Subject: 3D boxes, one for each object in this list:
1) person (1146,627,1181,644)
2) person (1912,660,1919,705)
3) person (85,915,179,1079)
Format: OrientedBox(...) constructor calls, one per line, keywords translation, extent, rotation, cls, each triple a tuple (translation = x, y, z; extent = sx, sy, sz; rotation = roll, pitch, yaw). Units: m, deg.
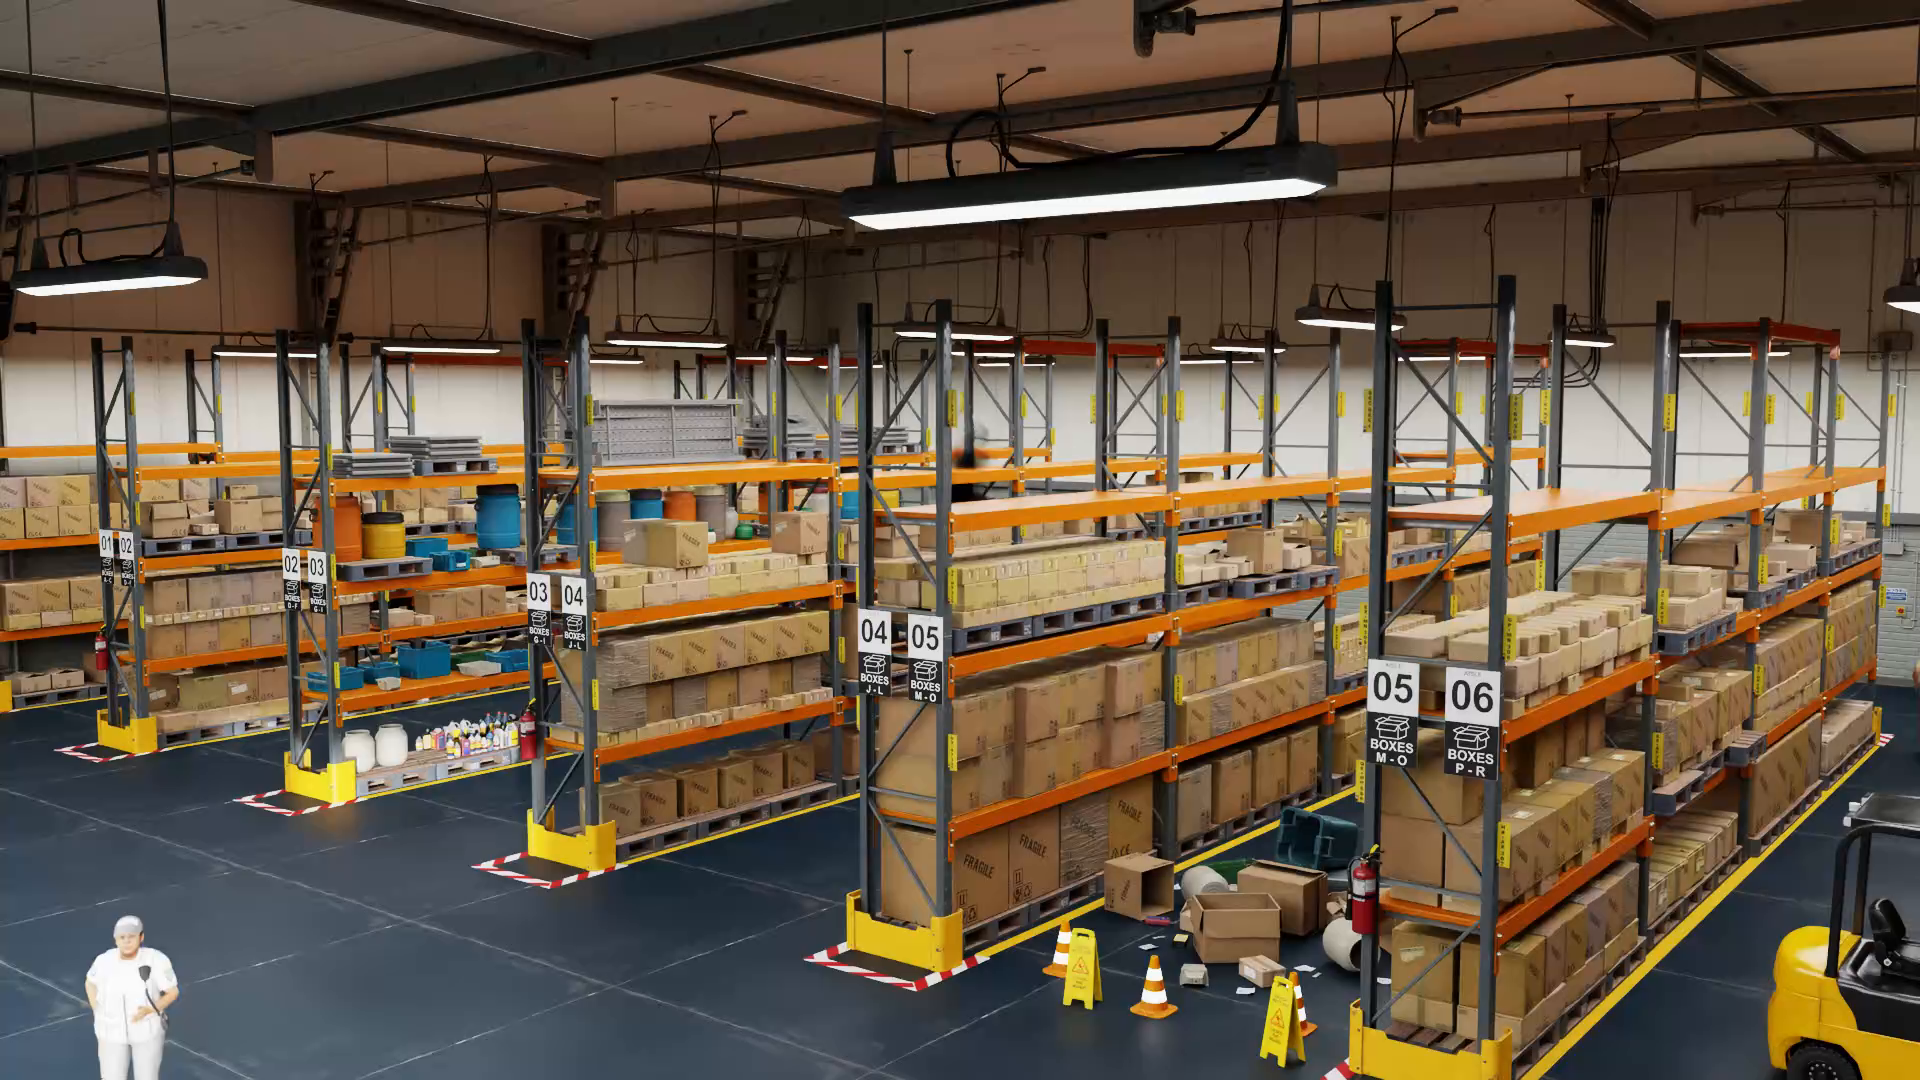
OrientedBox(translation=(2.990, 1.851, 24.894), extent=(0.660, 1.893, 0.736), rotation=(3, 6, 28), cls="person")
OrientedBox(translation=(13.996, 2.259, 23.915), extent=(0.574, 1.650, 0.918), rotation=(2, 5, 25), cls="person")
OrientedBox(translation=(-5.585, 3.383, 11.233), extent=(0.590, 1.738, 0.678), rotation=(-2, 5, -20), cls="person")
